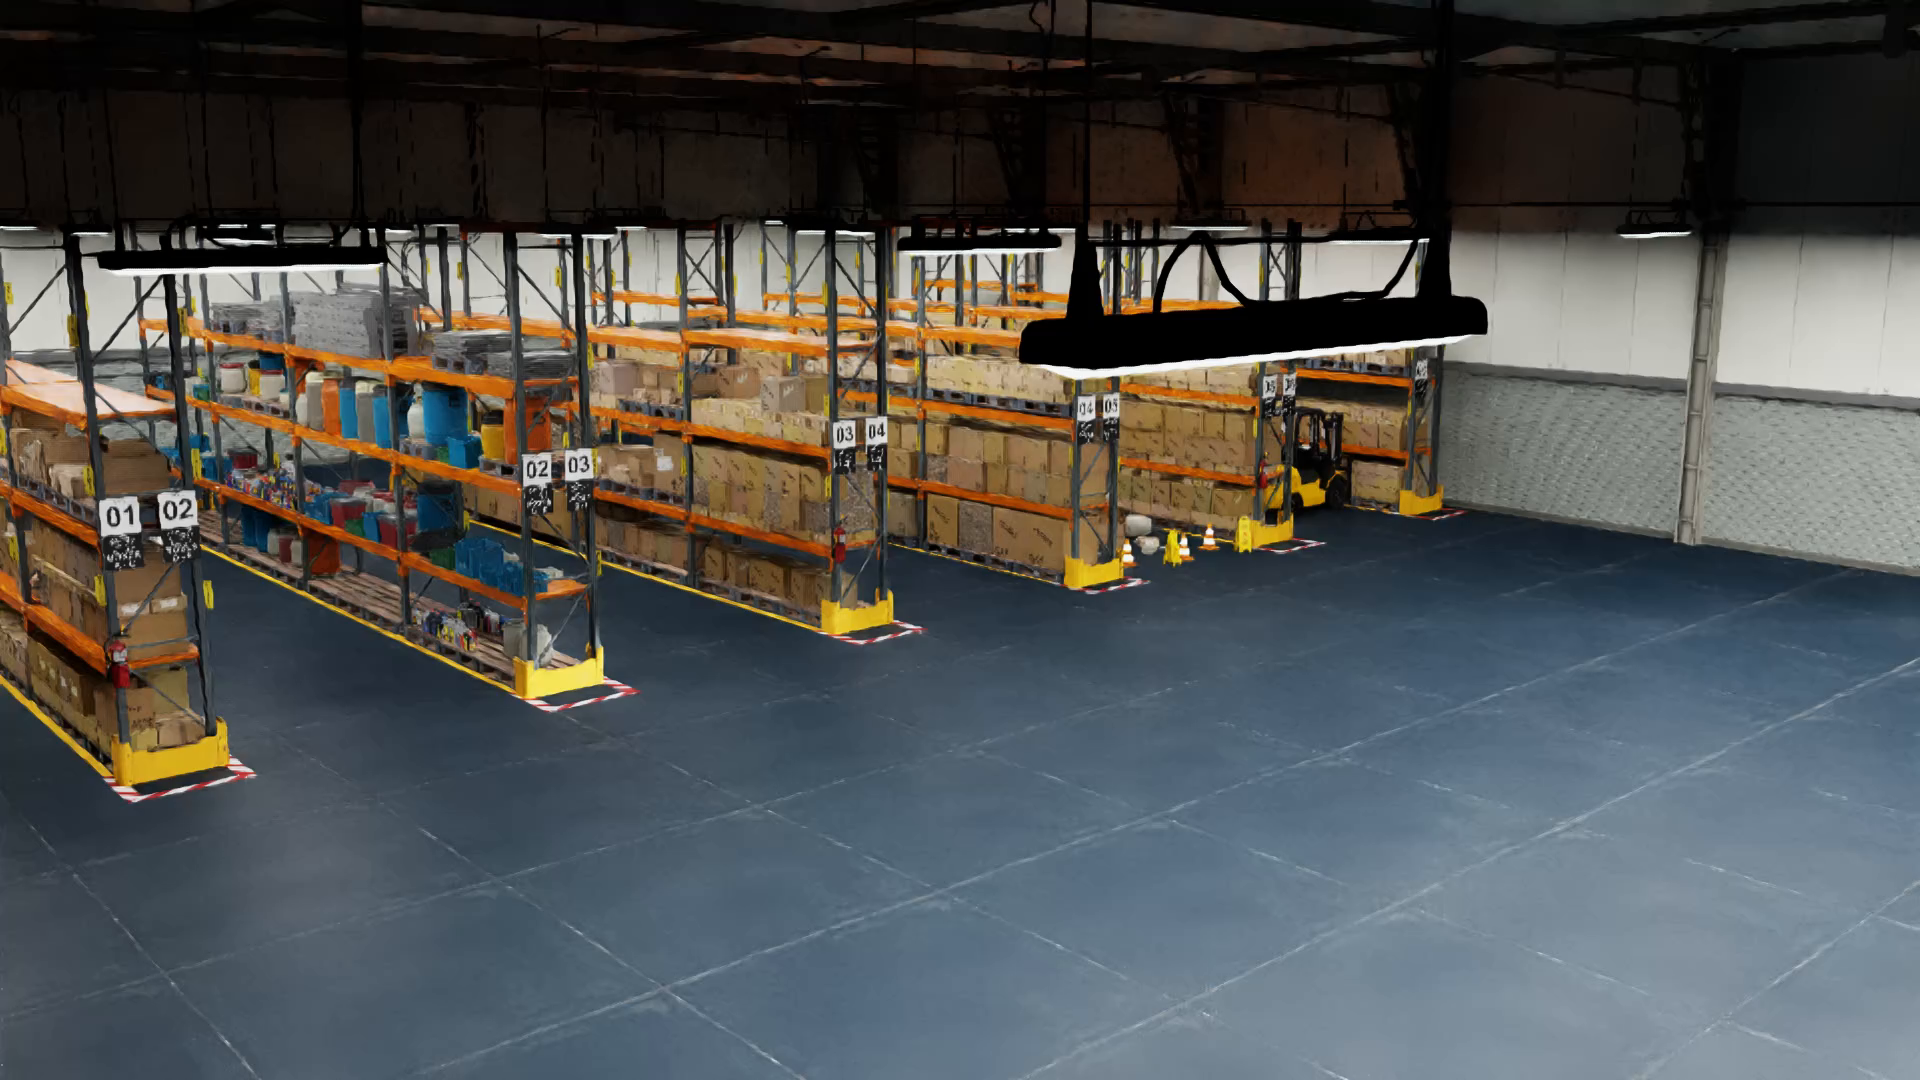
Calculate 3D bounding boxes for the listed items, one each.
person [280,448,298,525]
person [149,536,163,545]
[{"bbox_3d":[-12.915,-0.945,32.242,0.551,1.683,0.440,5,12,22],"label":"person"},{"bbox_3d":[-12.230,0.481,25.364,0.538,1.727,0.362,5,12,21],"label":"person"}]
